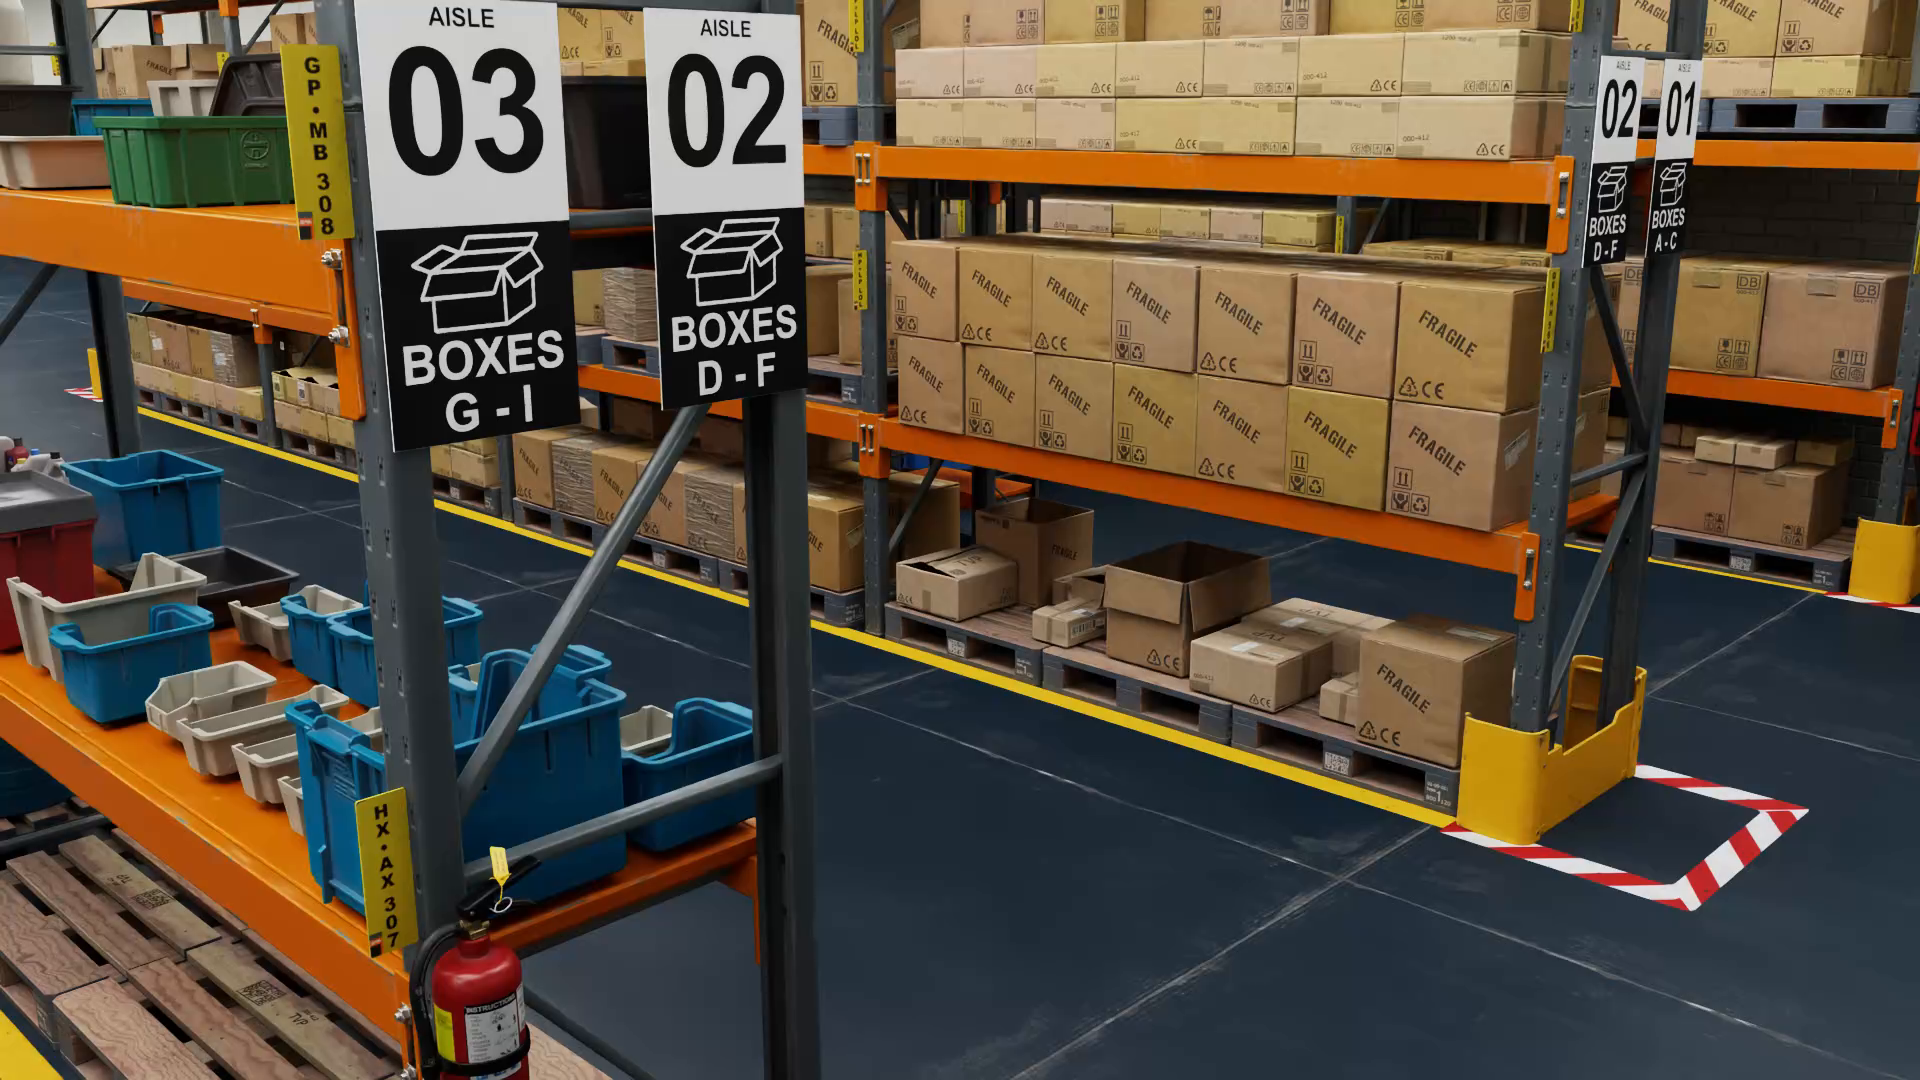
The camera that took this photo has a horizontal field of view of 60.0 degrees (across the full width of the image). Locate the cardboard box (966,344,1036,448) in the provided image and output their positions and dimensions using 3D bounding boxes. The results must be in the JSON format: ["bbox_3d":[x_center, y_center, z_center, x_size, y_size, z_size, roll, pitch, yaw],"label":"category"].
[{"bbox_3d":[0.378,-0.802,8.863,0.500,0.500,0.500,14,20,43],"label":"cardboard box"}]

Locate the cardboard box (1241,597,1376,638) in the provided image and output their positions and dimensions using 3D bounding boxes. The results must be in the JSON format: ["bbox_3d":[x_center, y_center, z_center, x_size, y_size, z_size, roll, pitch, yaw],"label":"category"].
[{"bbox_3d":[1.795,0.515,8.588,0.500,0.250,0.500,14,20,42],"label":"cardboard box"}]

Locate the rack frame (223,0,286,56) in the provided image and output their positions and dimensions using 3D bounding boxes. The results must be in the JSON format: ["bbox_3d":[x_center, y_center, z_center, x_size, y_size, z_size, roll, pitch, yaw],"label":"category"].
[{"bbox_3d":[-5.929,-5.284,14.366,0.127,3.000,1.000,14,20,42],"label":"rack frame"}]

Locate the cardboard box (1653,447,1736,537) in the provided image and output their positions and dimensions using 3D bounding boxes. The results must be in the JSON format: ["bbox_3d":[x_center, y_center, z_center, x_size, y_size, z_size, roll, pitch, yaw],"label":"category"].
[{"bbox_3d":[5.211,-0.367,11.514,0.500,0.500,0.700,14,20,42],"label":"cardboard box"}]

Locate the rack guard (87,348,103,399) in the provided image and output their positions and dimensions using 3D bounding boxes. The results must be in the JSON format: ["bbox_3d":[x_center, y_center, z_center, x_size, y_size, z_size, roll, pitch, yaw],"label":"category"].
[{"bbox_3d":[-8.826,-1.876,18.140,0.348,0.500,1.175,14,20,42],"label":"rack guard"}]

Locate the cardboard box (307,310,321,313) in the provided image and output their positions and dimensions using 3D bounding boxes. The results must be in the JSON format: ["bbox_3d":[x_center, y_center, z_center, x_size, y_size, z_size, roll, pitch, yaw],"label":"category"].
[{"bbox_3d":[-5.433,-2.068,14.417,0.250,0.149,0.380,14,20,42],"label":"cardboard box"}]

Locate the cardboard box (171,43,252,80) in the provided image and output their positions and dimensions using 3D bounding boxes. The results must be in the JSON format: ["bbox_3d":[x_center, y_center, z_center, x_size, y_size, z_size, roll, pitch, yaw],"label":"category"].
[{"bbox_3d":[-7.027,-4.465,15.855,0.797,0.503,0.637,-12,19,-38],"label":"cardboard box"}]

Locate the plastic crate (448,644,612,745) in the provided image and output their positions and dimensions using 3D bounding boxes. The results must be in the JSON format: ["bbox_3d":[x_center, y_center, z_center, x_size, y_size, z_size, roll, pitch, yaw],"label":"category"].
[{"bbox_3d":[-1.155,0.451,4.465,0.300,0.233,0.416,14,20,42],"label":"plastic crate"}]

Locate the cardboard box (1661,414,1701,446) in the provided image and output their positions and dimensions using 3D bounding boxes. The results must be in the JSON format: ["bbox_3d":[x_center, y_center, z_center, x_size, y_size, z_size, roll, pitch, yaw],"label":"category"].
[{"bbox_3d":[5.072,-0.784,11.830,0.250,0.149,0.380,14,20,43],"label":"cardboard box"}]

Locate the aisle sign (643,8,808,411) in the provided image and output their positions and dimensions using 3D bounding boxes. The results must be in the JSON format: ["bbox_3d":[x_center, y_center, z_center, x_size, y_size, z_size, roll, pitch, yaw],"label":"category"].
[{"bbox_3d":[-0.473,-0.682,3.445,0.004,0.787,0.394,14,20,42],"label":"aisle sign"}]

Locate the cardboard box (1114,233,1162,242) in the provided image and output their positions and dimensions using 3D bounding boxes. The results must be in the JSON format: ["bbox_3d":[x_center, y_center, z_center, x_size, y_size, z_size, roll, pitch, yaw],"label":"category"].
[{"bbox_3d":[1.665,-2.382,14.295,0.500,0.500,0.500,-14,20,-43],"label":"cardboard box"}]

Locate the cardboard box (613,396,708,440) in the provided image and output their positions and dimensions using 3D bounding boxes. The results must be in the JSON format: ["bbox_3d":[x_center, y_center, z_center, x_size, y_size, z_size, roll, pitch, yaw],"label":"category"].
[{"bbox_3d":[-2.170,-0.917,12.101,0.500,0.250,0.500,-14,20,-42],"label":"cardboard box"}]

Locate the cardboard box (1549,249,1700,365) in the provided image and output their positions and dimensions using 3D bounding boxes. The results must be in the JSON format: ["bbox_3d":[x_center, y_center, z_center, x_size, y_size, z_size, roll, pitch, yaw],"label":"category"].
[{"bbox_3d":[4.697,-1.674,11.813,0.700,0.700,0.980,12,19,40],"label":"cardboard box"}]

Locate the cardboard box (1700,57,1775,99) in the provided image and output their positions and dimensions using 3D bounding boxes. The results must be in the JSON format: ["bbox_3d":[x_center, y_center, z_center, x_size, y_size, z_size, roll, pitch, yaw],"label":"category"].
[{"bbox_3d":[5.058,-2.982,10.747,0.500,0.250,0.500,13,19,40],"label":"cardboard box"}]

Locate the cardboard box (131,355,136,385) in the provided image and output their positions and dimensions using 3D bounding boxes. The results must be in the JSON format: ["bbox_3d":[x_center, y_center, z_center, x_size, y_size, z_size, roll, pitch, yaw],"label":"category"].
[{"bbox_3d":[-8.577,-1.820,17.588,0.500,0.250,0.500,14,20,42],"label":"cardboard box"}]

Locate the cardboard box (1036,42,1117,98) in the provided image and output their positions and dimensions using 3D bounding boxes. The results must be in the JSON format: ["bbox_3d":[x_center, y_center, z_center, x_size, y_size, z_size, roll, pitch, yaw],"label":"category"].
[{"bbox_3d":[0.720,-2.295,8.148,0.500,0.250,0.500,14,20,42],"label":"cardboard box"}]

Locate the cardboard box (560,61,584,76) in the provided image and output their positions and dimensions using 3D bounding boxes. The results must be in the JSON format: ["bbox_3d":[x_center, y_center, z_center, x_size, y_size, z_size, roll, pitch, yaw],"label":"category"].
[{"bbox_3d":[-2.345,-3.022,11.433,0.500,0.500,0.910,14,20,42],"label":"cardboard box"}]

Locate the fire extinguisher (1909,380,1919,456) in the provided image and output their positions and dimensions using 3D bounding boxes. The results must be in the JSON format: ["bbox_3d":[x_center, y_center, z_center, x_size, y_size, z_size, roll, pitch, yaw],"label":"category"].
[{"bbox_3d":[5.933,-0.853,10.150,0.183,0.674,0.296,14,20,42],"label":"fire extinguisher"}]

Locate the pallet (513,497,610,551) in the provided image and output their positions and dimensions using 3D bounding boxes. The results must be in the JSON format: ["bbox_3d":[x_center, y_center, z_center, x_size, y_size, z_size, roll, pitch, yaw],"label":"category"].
[{"bbox_3d":[-2.538,-0.194,12.259,1.213,0.211,1.003,14,20,42],"label":"pallet"}]

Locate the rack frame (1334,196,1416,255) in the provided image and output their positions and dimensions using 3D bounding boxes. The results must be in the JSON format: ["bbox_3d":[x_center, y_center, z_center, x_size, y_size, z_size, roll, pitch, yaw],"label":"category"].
[{"bbox_3d":[3.266,-1.881,13.202,0.127,3.000,1.000,14,20,42],"label":"rack frame"}]

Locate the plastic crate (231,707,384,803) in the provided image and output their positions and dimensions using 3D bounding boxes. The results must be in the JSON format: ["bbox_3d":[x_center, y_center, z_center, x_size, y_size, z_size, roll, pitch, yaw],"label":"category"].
[{"bbox_3d":[-1.643,0.553,4.266,0.243,0.136,0.396,14,20,42],"label":"plastic crate"}]

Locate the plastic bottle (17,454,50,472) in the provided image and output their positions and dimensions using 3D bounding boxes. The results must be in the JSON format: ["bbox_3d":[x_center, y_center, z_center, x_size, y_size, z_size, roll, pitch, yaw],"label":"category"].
[{"bbox_3d":[-3.943,-0.237,7.139,0.135,0.276,0.152,14,20,42],"label":"plastic bottle"}]

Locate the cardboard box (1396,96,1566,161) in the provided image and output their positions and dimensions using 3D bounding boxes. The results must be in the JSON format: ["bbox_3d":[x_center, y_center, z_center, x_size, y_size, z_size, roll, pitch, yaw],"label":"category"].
[{"bbox_3d":[2.157,-1.702,6.864,0.500,0.250,0.500,14,20,42],"label":"cardboard box"}]

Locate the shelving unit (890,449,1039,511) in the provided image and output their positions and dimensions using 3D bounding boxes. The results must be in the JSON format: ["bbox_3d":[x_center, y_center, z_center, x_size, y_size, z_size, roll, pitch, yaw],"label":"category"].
[{"bbox_3d":[0.005,-0.543,11.786,1.048,1.125,0.538,14,20,42],"label":"shelving unit"}]

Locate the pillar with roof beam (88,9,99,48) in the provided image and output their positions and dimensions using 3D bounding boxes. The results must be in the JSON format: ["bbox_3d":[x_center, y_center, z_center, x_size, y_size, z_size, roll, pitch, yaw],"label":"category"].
[{"bbox_3d":[-20.215,-9.288,29.730,0.400,9.000,9.100,14,20,42],"label":"pillar with roof beam"}]

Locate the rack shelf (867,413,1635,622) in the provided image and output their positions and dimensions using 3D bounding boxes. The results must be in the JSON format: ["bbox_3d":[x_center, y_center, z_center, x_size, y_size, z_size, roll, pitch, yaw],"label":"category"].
[{"bbox_3d":[1.270,-0.283,8.496,4.000,0.370,1.077,14,20,42],"label":"rack shelf"}]

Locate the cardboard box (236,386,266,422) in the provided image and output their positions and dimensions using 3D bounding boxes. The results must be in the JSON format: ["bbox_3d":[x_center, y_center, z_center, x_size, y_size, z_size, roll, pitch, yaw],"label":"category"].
[{"bbox_3d":[-6.415,-1.295,15.575,0.500,0.250,0.500,14,20,42],"label":"cardboard box"}]

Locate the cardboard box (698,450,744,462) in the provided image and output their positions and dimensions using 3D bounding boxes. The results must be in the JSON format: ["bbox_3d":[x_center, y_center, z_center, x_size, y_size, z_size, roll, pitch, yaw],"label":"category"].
[{"bbox_3d":[-1.459,-0.382,11.535,0.500,0.500,0.500,13,19,40],"label":"cardboard box"}]

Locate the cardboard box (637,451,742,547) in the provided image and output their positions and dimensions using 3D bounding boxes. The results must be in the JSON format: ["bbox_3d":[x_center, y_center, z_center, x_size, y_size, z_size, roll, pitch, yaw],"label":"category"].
[{"bbox_3d":[-1.803,-0.283,11.156,0.500,0.500,0.500,13,19,40],"label":"cardboard box"}]

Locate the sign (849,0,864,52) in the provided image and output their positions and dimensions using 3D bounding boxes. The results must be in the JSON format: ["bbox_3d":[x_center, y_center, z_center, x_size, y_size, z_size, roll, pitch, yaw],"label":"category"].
[{"bbox_3d":[-0.553,-2.772,8.867,0.005,0.325,0.100,14,20,42],"label":"sign"}]

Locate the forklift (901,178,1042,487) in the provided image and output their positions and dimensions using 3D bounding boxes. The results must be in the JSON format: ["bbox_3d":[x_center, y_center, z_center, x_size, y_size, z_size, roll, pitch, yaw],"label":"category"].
[{"bbox_3d":[0.122,-2.037,13.939,1.130,2.935,3.031,0,15,2],"label":"forklift"}]

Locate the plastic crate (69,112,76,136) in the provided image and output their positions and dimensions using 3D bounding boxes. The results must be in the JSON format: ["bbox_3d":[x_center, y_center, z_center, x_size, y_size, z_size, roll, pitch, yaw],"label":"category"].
[{"bbox_3d":[-3.096,-1.413,5.875,0.662,0.188,0.450,14,20,42],"label":"plastic crate"}]

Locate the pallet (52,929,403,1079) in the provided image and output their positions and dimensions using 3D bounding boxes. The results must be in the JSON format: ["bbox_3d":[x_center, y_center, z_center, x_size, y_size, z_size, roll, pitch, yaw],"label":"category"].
[{"bbox_3d":[-2.172,1.602,5.366,1.213,0.211,1.003,14,20,42],"label":"pallet"}]

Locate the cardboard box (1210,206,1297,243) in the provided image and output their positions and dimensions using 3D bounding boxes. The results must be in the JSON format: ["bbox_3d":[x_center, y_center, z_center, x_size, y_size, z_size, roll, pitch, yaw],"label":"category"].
[{"bbox_3d":[2.390,-2.572,13.541,0.500,0.250,0.500,-14,20,-43],"label":"cardboard box"}]

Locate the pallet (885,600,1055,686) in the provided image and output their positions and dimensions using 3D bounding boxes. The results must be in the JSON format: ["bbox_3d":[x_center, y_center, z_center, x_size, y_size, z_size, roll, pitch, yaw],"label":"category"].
[{"bbox_3d":[0.324,0.489,9.639,1.213,0.211,1.003,14,20,42],"label":"pallet"}]

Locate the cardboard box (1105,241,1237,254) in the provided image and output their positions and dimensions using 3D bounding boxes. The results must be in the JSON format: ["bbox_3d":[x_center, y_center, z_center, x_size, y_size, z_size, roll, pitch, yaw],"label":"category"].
[{"bbox_3d":[1.107,-1.295,8.770,0.500,0.500,0.500,14,20,43],"label":"cardboard box"}]

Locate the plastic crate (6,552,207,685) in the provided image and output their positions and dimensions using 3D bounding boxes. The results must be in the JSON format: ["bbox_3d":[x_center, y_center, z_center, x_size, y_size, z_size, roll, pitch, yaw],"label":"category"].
[{"bbox_3d":[-2.640,0.246,5.154,0.530,0.282,0.437,14,20,42],"label":"plastic crate"}]

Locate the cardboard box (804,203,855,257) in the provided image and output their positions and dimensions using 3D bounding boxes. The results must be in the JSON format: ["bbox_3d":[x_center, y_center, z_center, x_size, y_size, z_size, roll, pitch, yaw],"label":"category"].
[{"bbox_3d":[-1.258,-3.239,17.341,0.700,0.500,0.500,-11,18,-37],"label":"cardboard box"}]

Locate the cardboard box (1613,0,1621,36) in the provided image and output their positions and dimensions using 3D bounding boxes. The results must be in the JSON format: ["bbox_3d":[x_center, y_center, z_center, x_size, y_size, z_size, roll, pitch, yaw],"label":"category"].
[{"bbox_3d":[4.318,-3.525,11.340,0.500,0.500,0.500,14,20,43],"label":"cardboard box"}]

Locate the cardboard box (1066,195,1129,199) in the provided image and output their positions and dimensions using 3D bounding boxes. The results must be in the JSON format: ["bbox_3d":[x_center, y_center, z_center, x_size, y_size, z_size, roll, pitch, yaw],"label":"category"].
[{"bbox_3d":[1.263,-3.022,15.268,0.500,0.250,0.500,13,19,40],"label":"cardboard box"}]

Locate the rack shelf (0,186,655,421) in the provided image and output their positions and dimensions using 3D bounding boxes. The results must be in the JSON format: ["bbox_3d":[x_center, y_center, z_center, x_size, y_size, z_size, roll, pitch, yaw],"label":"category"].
[{"bbox_3d":[-2.171,-0.836,4.670,4.000,0.370,1.077,14,20,42],"label":"rack shelf"}]

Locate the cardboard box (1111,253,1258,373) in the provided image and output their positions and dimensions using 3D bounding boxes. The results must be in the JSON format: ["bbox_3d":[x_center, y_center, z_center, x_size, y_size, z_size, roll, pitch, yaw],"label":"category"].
[{"bbox_3d":[1.088,-1.109,8.060,0.500,0.500,0.500,-14,20,-42],"label":"cardboard box"}]

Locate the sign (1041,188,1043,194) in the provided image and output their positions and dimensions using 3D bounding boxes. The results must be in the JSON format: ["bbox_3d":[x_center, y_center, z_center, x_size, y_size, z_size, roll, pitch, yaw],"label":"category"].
[{"bbox_3d":[0.769,-3.243,16.132,0.005,0.325,0.100,14,20,42],"label":"sign"}]

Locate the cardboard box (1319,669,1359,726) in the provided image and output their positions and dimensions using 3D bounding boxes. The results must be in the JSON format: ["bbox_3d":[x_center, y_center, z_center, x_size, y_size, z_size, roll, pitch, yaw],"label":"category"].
[{"bbox_3d":[1.918,0.739,7.892,0.250,0.166,0.380,14,20,42],"label":"cardboard box"}]

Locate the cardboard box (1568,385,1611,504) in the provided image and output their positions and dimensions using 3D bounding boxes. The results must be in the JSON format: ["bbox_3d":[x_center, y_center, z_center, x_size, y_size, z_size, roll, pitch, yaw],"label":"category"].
[{"bbox_3d":[2.573,-0.455,7.531,0.500,0.500,0.500,-14,20,-43],"label":"cardboard box"}]

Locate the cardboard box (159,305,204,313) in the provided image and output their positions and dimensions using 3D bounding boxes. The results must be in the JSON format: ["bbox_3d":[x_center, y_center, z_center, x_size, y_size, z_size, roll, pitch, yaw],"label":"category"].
[{"bbox_3d":[-8.216,-2.277,17.855,0.500,0.500,0.500,14,20,42],"label":"cardboard box"}]

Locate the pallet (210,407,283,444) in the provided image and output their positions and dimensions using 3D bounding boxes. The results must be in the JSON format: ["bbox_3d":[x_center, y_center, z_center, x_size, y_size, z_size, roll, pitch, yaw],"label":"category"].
[{"bbox_3d":[-6.473,-1.179,16.037,1.213,0.211,1.003,14,20,42],"label":"pallet"}]

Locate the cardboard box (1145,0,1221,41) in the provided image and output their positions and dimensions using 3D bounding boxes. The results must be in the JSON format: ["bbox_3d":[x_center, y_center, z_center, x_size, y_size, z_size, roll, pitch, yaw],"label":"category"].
[{"bbox_3d":[1.298,-2.627,7.936,0.500,0.500,0.700,14,20,42],"label":"cardboard box"}]

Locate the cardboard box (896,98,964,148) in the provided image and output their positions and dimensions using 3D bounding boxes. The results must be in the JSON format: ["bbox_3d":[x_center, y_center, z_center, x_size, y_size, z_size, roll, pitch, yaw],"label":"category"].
[{"bbox_3d":[0.008,-2.230,8.891,0.500,0.250,0.500,14,20,42],"label":"cardboard box"}]

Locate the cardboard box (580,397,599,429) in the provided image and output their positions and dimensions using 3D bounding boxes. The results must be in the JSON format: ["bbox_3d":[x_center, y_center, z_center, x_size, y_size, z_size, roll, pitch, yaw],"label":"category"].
[{"bbox_3d":[-3.223,-0.970,13.215,0.500,0.311,0.500,-14,20,-42],"label":"cardboard box"}]
